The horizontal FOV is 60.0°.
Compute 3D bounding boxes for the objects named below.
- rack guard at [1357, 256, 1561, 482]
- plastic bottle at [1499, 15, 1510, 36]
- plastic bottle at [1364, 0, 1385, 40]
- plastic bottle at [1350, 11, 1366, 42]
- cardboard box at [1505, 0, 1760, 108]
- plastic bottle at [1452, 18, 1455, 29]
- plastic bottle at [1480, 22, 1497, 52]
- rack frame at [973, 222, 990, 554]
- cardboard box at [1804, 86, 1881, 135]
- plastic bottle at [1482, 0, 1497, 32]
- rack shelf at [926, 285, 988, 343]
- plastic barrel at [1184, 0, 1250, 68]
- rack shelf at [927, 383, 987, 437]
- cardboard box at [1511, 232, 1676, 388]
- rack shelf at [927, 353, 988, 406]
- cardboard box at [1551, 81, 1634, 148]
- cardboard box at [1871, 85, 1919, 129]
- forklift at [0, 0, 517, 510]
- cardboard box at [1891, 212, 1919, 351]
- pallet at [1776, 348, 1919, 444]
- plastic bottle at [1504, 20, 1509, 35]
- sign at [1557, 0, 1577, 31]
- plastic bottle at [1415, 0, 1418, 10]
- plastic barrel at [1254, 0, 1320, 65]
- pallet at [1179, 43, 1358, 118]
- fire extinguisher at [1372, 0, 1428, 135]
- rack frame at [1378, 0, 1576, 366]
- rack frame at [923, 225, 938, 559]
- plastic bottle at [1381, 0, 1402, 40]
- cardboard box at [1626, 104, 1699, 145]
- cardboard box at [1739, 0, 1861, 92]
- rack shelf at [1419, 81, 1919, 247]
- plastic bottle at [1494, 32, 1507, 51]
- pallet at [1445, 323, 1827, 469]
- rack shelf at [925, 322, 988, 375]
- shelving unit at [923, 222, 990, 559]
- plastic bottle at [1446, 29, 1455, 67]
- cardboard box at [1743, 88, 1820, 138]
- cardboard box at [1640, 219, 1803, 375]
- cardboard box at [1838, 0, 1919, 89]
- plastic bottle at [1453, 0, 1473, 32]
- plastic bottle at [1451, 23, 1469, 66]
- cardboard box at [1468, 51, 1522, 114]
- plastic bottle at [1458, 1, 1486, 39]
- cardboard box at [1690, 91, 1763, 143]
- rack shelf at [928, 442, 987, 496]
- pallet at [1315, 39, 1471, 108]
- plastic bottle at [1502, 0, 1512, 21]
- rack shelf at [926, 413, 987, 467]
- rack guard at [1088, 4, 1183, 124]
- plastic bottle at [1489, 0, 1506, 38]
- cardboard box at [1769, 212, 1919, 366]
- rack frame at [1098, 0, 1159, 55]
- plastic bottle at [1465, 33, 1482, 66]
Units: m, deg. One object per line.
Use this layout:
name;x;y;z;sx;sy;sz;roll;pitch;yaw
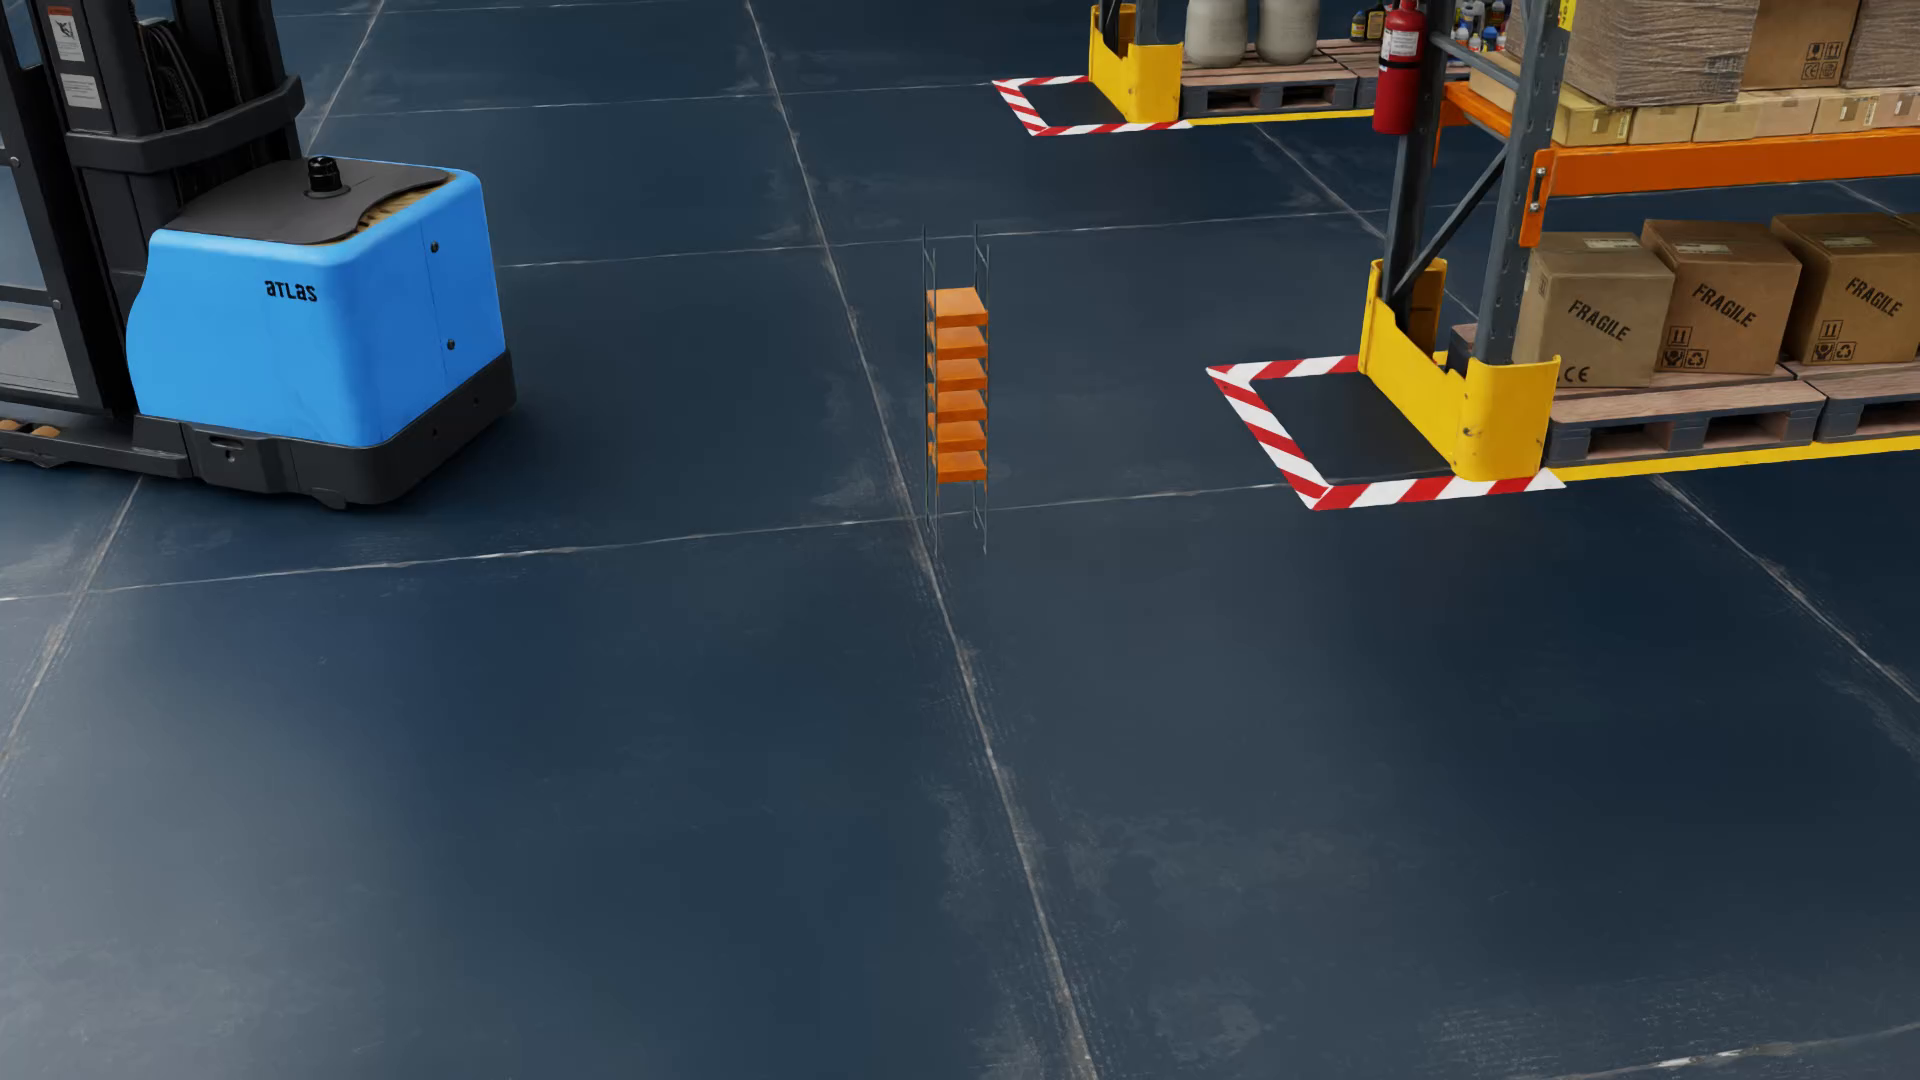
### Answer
rack guard;2.077;-0.750;7.032;0.348;0.500;1.175;-5;31;-9
plastic bottle;3.777;-3.464;11.428;0.133;0.283;0.061;-5;31;-9
plastic bottle;2.950;-3.714;11.854;0.133;0.283;0.061;-5;31;-8
plastic bottle;2.838;-3.659;11.841;0.097;0.201;0.097;0;30;0
cardboard box;2.548;-2.028;6.348;0.500;0.500;0.875;-5;31;-9
plastic bottle;3.454;-3.642;11.812;0.097;0.201;0.097;0;30;0
plastic bottle;3.585;-3.372;11.284;0.097;0.271;0.097;0;30;0
rack frame;0.076;-0.524;5.958;0.006;1.200;0.240;-5;31;-9
cardboard box;3.313;-1.700;6.430;0.250;0.149;0.380;-5;31;-9
plastic bottle;3.821;-3.795;11.991;0.133;0.283;0.061;-4;31;-7
rack shelf;-0.014;-0.788;5.784;0.180;0.103;0.258;-5;31;-9
plastic barrel;1.744;-3.496;11.277;0.421;0.512;0.421;0;30;0
rack shelf;-0.014;-0.478;5.966;0.180;0.103;0.258;-5;31;-9
cardboard box;2.620;-0.972;6.996;0.500;0.500;0.500;0;30;0
rack shelf;-0.014;-0.581;5.905;0.180;0.103;0.258;-5;31;-9
cardboard box;2.326;-1.619;6.292;0.250;0.149;0.380;-5;31;-9
cardboard box;3.554;-1.737;6.492;0.250;0.149;0.380;-5;31;-9
forklift;-3.472;-1.801;6.421;3.031;2.935;1.130;9;32;15
cardboard box;4.378;-1.120;7.248;0.500;0.500;0.500;-8;31;-13
pallet;4.080;-0.791;7.388;1.213;0.211;1.003;-5;31;-9
plastic bottle;3.796;-3.408;11.340;0.135;0.276;0.152;-5;31;-8
sign;2.100;-1.923;5.707;0.005;0.325;0.100;-5;31;-9
plastic bottle;3.227;-3.713;11.859;0.135;0.276;0.152;-6;31;-10
plastic barrel;2.237;-3.542;11.355;0.421;0.512;0.421;0;30;0
pallet;1.977;-3.190;11.466;1.213;0.211;1.003;-5;31;-9
fire extinguisher;1.807;-2.006;6.779;0.183;0.674;0.296;-5;31;-9
rack frame;2.002;-1.820;6.386;0.127;3.000;1.000;-5;31;-9
rack frame;-0.104;-0.508;5.929;0.006;1.200;0.240;-5;31;-9
plastic bottle;3.091;-3.701;11.838;0.135;0.276;0.152;-5;31;-9
cardboard box;2.575;-1.632;6.315;0.250;0.149;0.380;-5;31;-9
cardboard box;3.019;-2.134;6.527;0.500;0.500;0.875;-5;31;-9
rack shelf;3.970;-1.693;6.879;4.000;0.370;1.077;-5;31;-9
plastic bottle;3.685;-3.351;11.317;0.097;0.201;0.097;0;30;0
pallet;2.883;-0.682;7.201;1.213;0.211;1.003;-5;31;-9
rack shelf;-0.014;-0.684;5.844;0.180;0.103;0.258;-5;31;-9
shelving unit;-0.014;-0.516;5.944;0.189;1.200;0.258;-5;31;-9
plastic bottle;3.287;-3.345;11.237;0.097;0.271;0.097;0;30;0
cardboard box;3.066;-1.681;6.397;0.250;0.149;0.380;-5;31;-9
cardboard box;3.202;-1.044;7.118;0.500;0.500;0.500;2;31;4
cardboard box;3.518;-2.158;6.568;0.500;0.500;0.875;-5;31;-9
plastic bottle;3.572;-3.780;11.898;0.185;0.351;0.144;-6;31;-9
plastic bottle;3.385;-3.354;11.252;0.097;0.271;0.097;0;30;0
cardboard box;2.246;-1.841;6.669;0.250;0.149;0.380;-5;31;-9
plastic bottle;3.624;-3.676;11.795;0.135;0.276;0.152;-5;31;-9
cardboard box;2.824;-1.648;6.341;0.250;0.149;0.380;-5;31;-9
rack shelf;-0.014;-0.271;6.088;0.180;0.103;0.258;-5;31;-9
pallet;3.174;-3.299;11.653;1.213;0.211;1.003;-5;31;-9
plastic bottle;3.991;-3.819;11.964;0.185;0.351;0.144;-7;31;-11
rack shelf;-0.014;-0.374;6.027;0.180;0.103;0.258;-5;31;-9
rack guard;1.177;-3.243;11.271;0.348;0.500;1.175;-5;31;-9
plastic bottle;3.853;-3.752;11.930;0.097;0.271;0.097;0;30;0
cardboard box;3.821;-1.092;7.199;0.500;0.500;0.500;-3;31;-4
rack frame;1.110;-4.290;10.586;0.127;3.000;1.000;-5;31;-9
plastic bottle;3.483;-3.333;11.285;0.097;0.201;0.097;0;30;0
